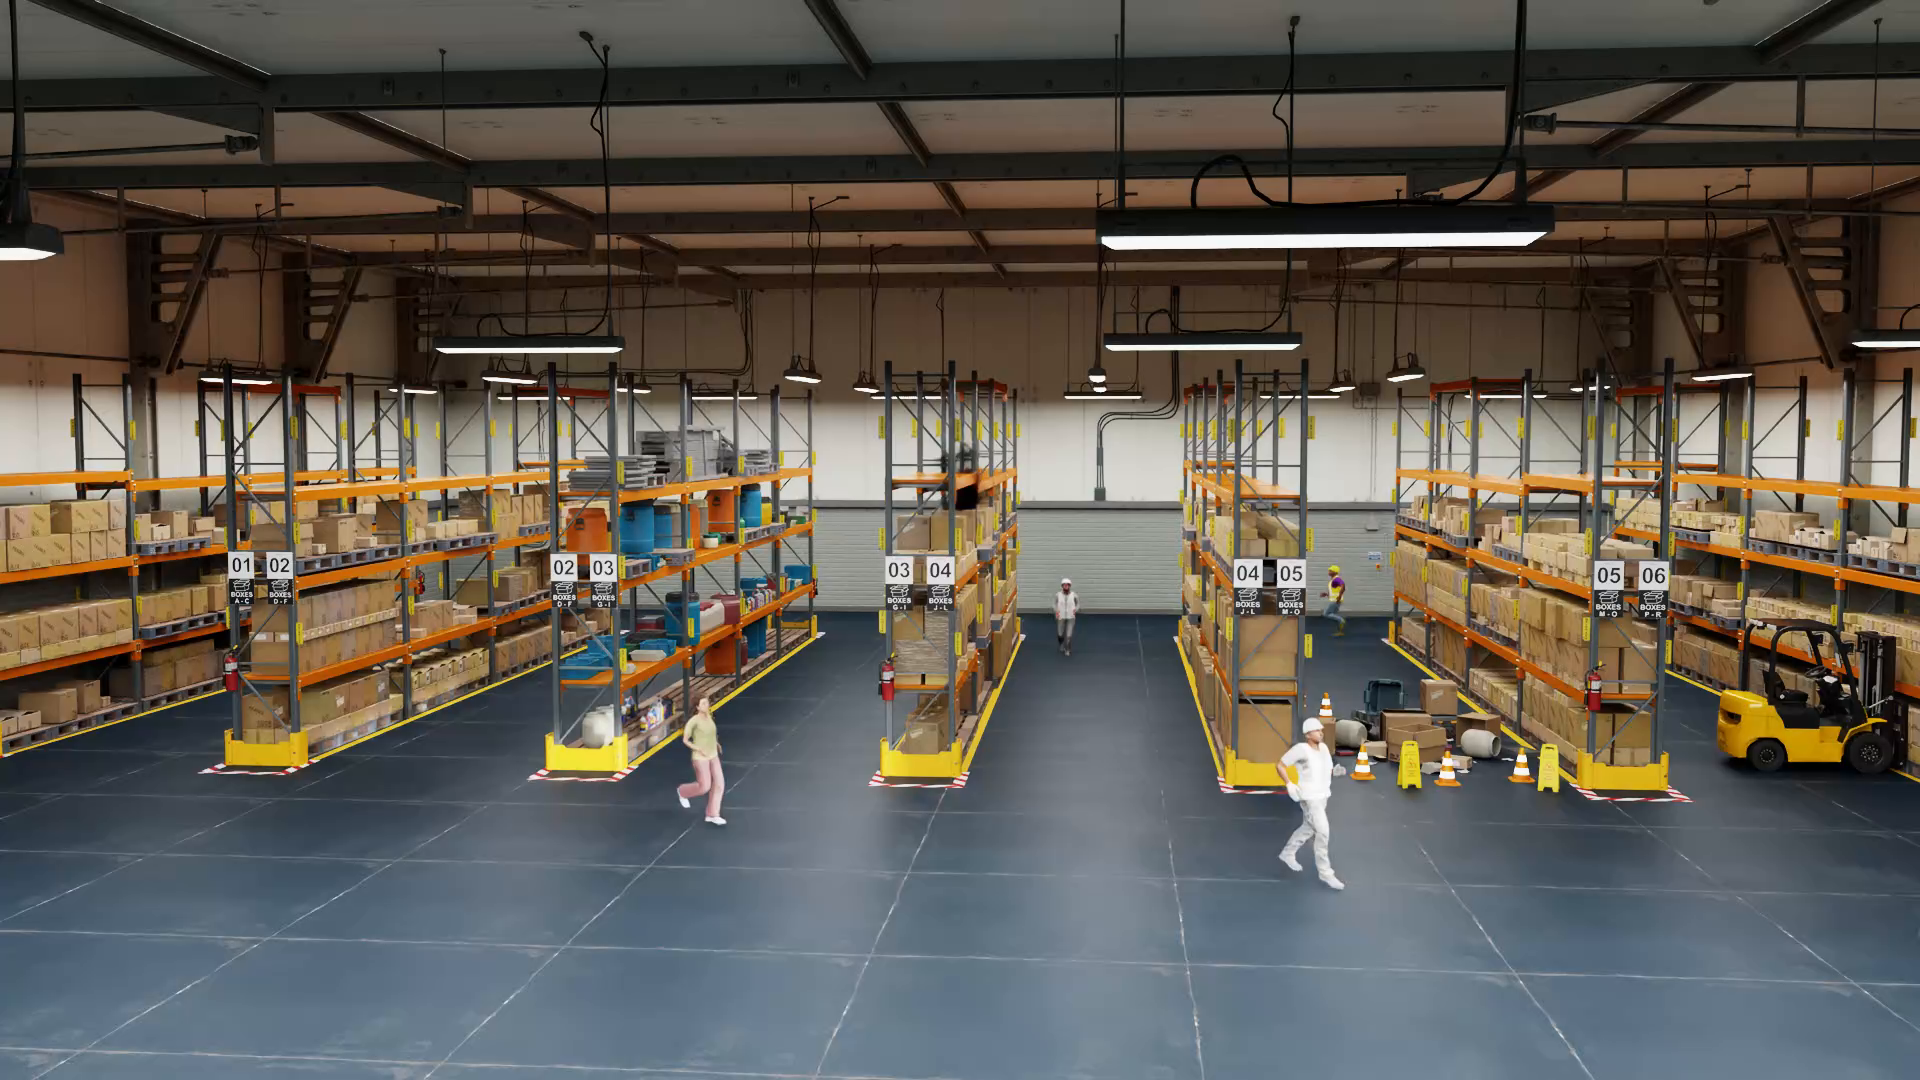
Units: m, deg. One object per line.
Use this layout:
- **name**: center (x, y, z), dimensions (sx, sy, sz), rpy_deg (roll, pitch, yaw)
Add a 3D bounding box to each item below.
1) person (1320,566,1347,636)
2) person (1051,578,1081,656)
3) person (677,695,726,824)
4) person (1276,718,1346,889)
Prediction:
- **person**: center (9.098, 1.481, 40.510), dimensions (0.658, 1.718, 0.737), rpy_deg (1, 4, 11)
- **person**: center (2.353, 1.716, 36.862), dimensions (0.657, 1.722, 0.605), rpy_deg (0, 4, 4)
- **person**: center (-3.289, 2.794, 21.319), dimensions (0.791, 1.632, 0.594), rpy_deg (3, 5, 37)
- **person**: center (3.906, 2.879, 18.435), dimensions (0.897, 1.818, 0.671), rpy_deg (3, 5, 42)
